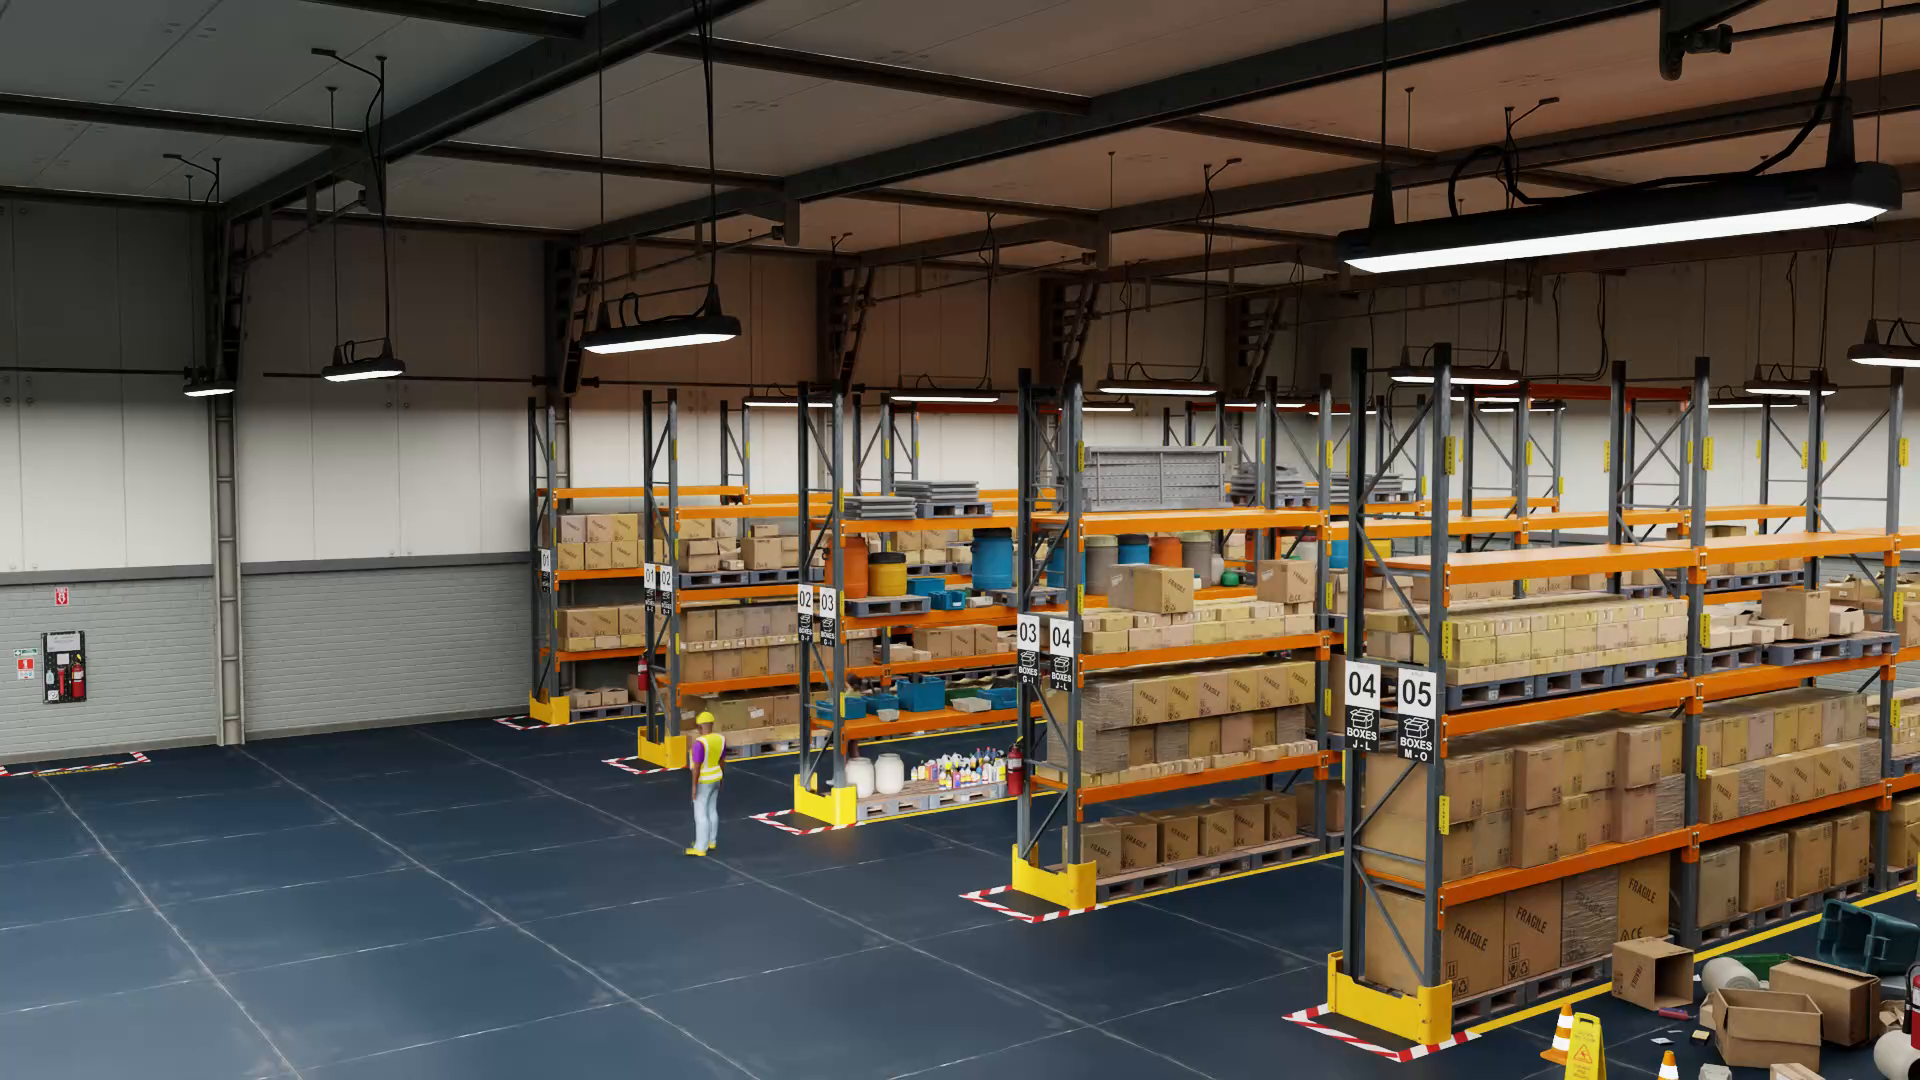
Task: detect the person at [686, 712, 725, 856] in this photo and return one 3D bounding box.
[{"bbox_3d":[-3.229,3.038,20.935,0.470,1.765,0.648,1,4,20],"label":"person"}]

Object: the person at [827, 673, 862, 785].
[{"bbox_3d":[-1.717,2.845,25.158,0.421,1.679,0.525,2,4,35],"label":"person"}]
